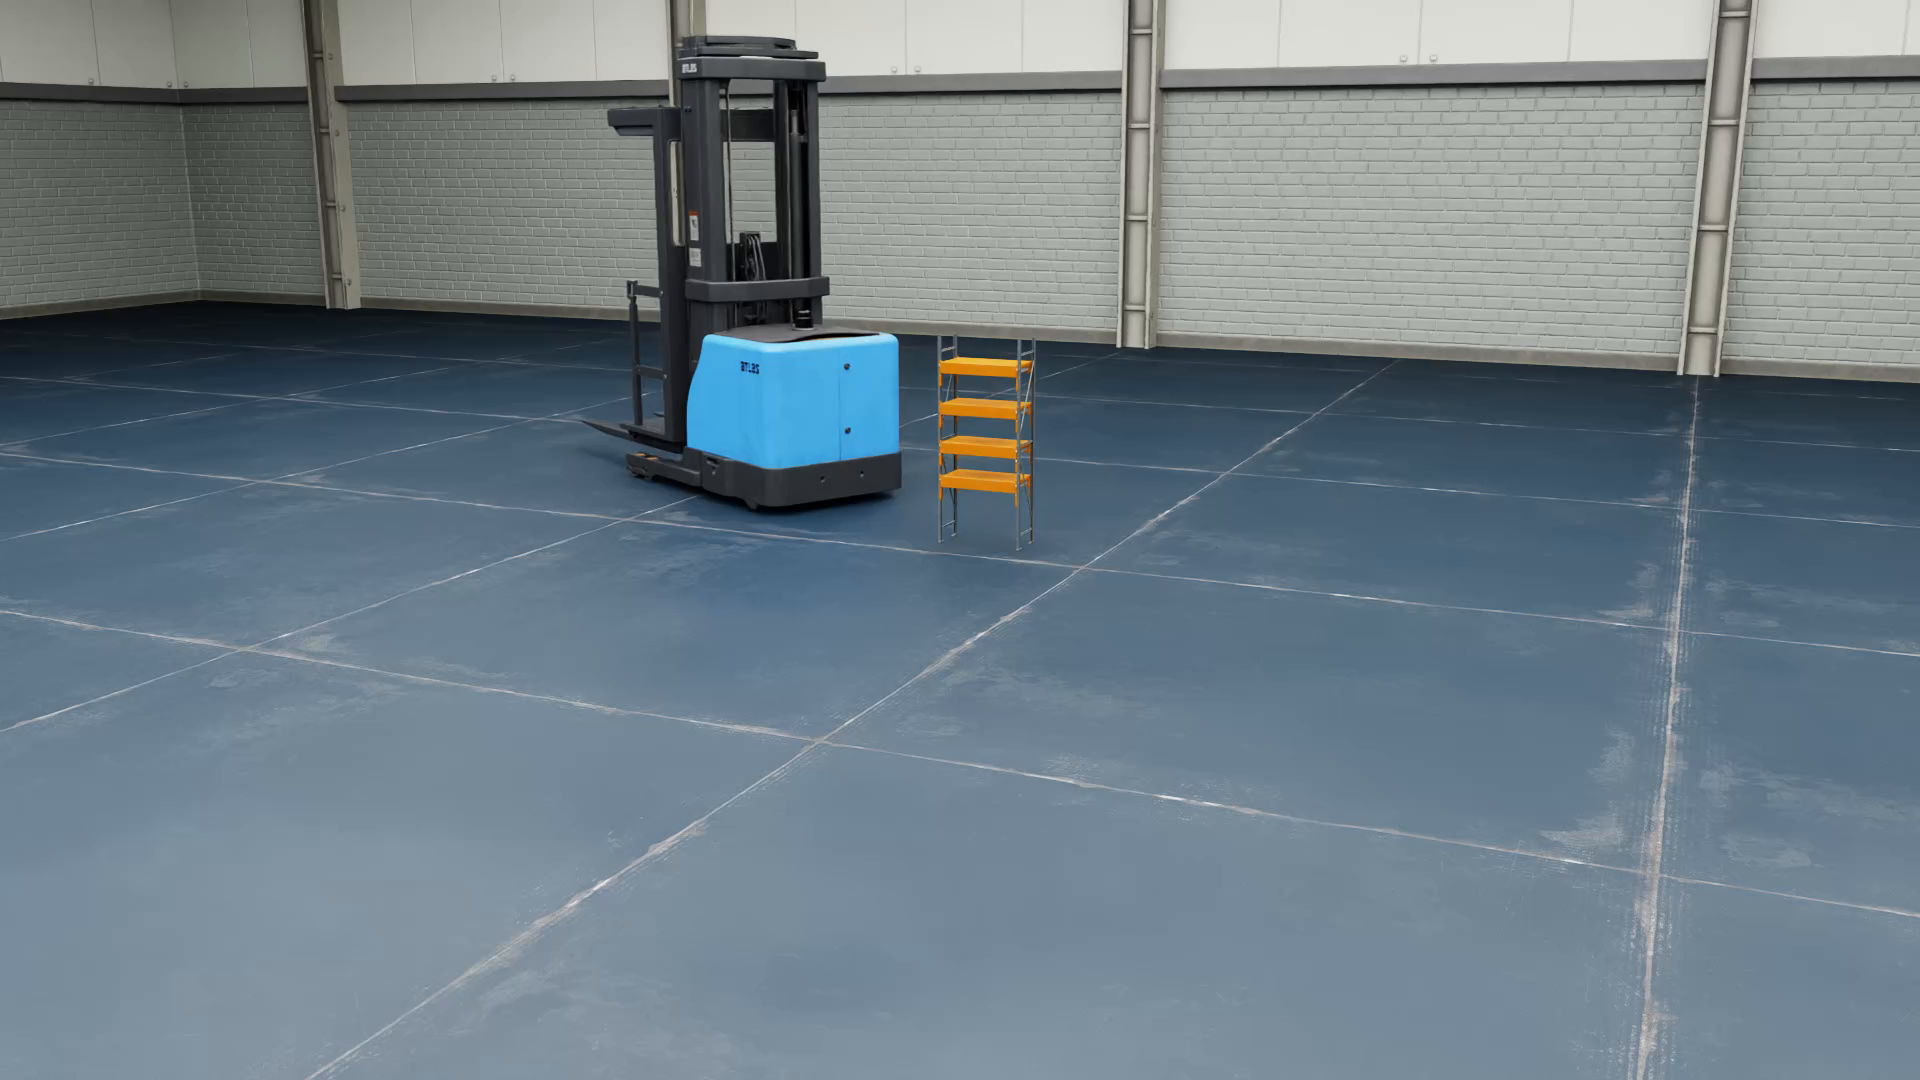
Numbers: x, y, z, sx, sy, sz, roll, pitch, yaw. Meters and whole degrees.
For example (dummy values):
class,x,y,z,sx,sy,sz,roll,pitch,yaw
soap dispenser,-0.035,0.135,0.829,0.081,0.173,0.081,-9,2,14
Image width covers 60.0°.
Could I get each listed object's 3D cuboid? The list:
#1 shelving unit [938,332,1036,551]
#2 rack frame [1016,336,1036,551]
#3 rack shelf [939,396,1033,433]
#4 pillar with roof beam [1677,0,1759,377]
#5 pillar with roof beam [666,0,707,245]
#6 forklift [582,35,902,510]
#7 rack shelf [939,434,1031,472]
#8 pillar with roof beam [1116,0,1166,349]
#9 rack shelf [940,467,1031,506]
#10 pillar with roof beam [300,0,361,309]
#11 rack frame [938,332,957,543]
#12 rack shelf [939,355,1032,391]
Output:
class,x,y,z,sx,sy,sz,roll,pitch,yaw
shelving unit,0.151,-0.569,9.552,0.503,1.200,0.258,6,14,23
rack frame,0.374,-0.546,9.456,0.015,1.200,0.240,6,14,23
rack shelf,0.151,-0.721,9.517,0.480,0.148,0.258,6,14,23
pillar with roof beam,5.797,-5.179,12.126,0.400,9.000,9.100,6,14,23
pillar with roof beam,-5.175,-6.289,16.858,0.400,9.000,9.100,6,14,23
forklift,-1.686,-1.898,11.428,1.130,2.935,3.031,-10,17,-37
rack shelf,0.151,-0.503,9.568,0.480,0.148,0.258,6,14,23
pillar with roof beam,0.311,-5.734,14.492,0.400,9.000,9.100,6,14,23
rack shelf,0.151,-0.310,9.613,0.480,0.148,0.258,6,14,23
pillar with roof beam,-10.661,-6.844,19.224,0.400,9.000,9.100,6,14,23
rack frame,-0.072,-0.591,9.649,0.015,1.200,0.240,6,14,23
rack shelf,0.151,-0.951,9.463,0.480,0.148,0.258,6,14,23
